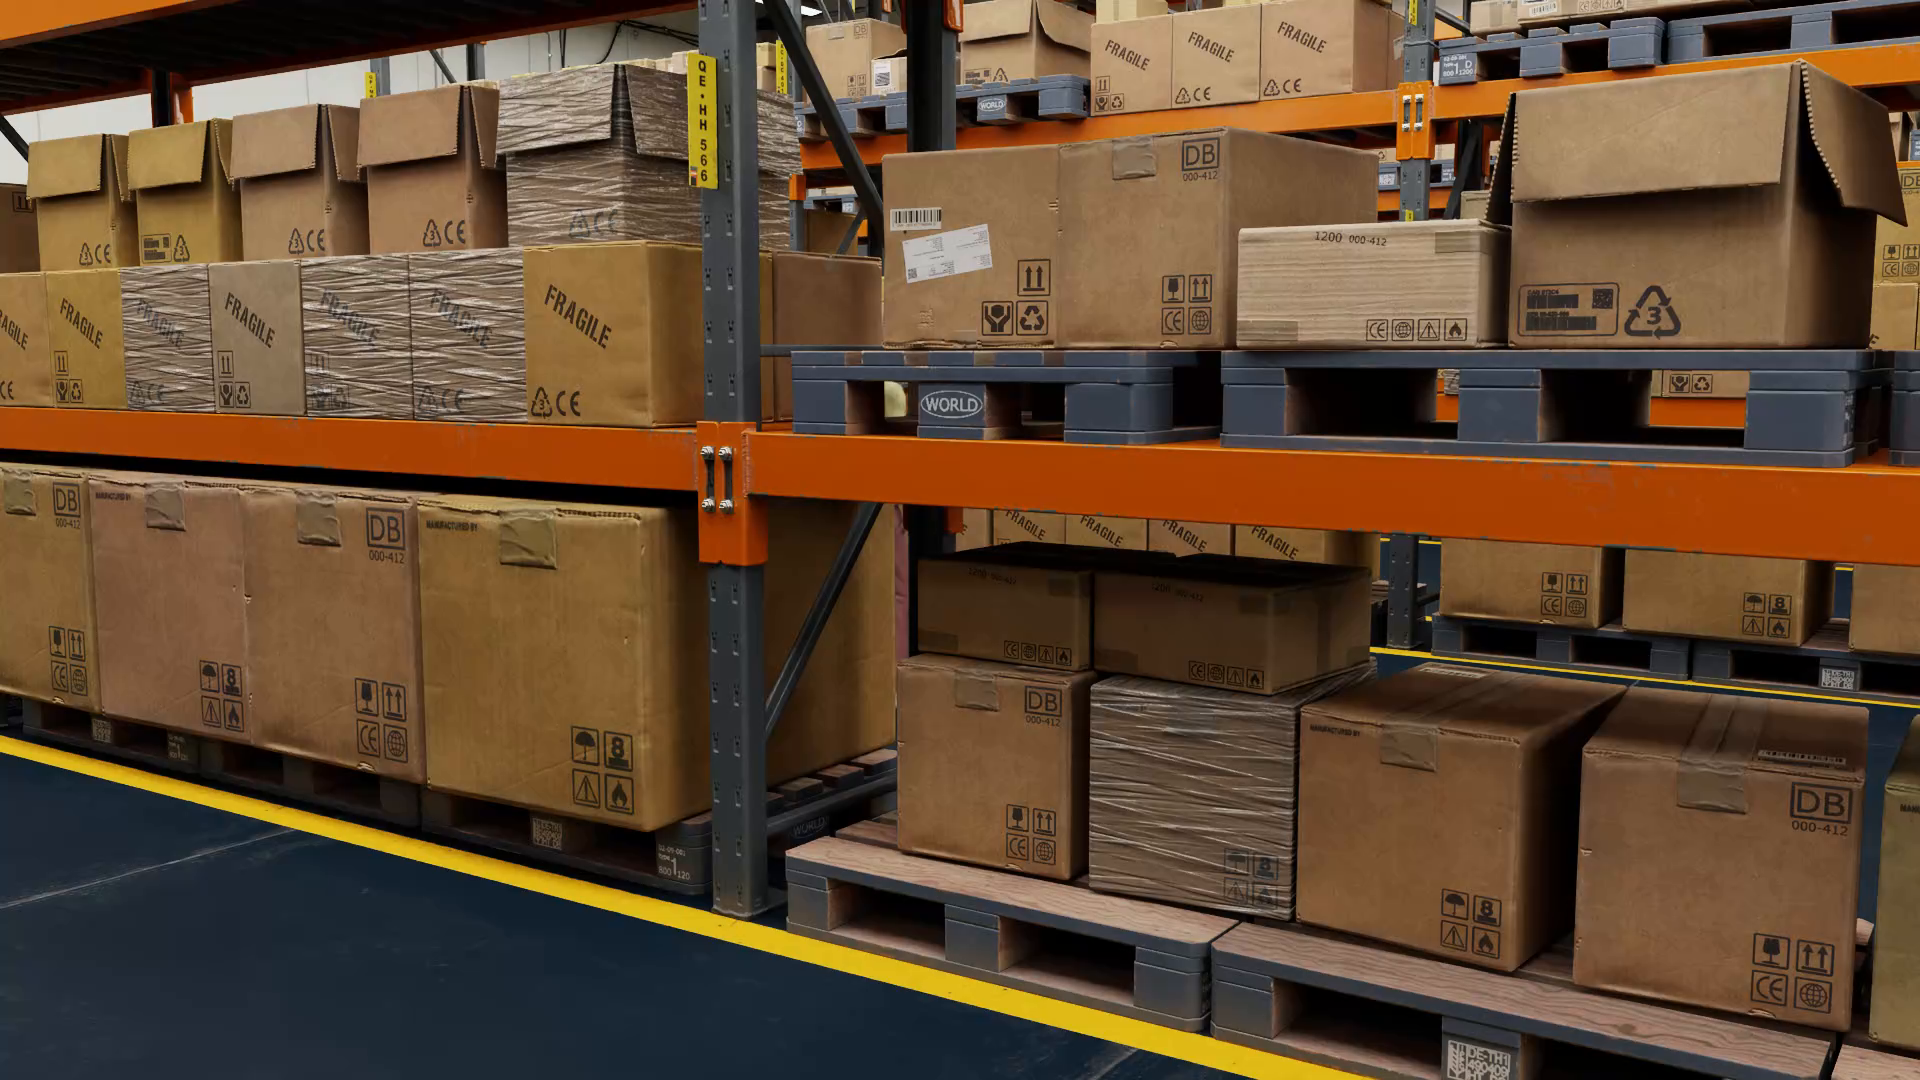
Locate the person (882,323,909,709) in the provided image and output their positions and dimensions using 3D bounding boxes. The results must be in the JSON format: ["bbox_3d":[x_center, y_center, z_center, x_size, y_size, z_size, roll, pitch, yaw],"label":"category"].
[{"bbox_3d":[-0.392,-0.130,7.141,0.518,1.671,0.417,4,7,30],"label":"person"}]
